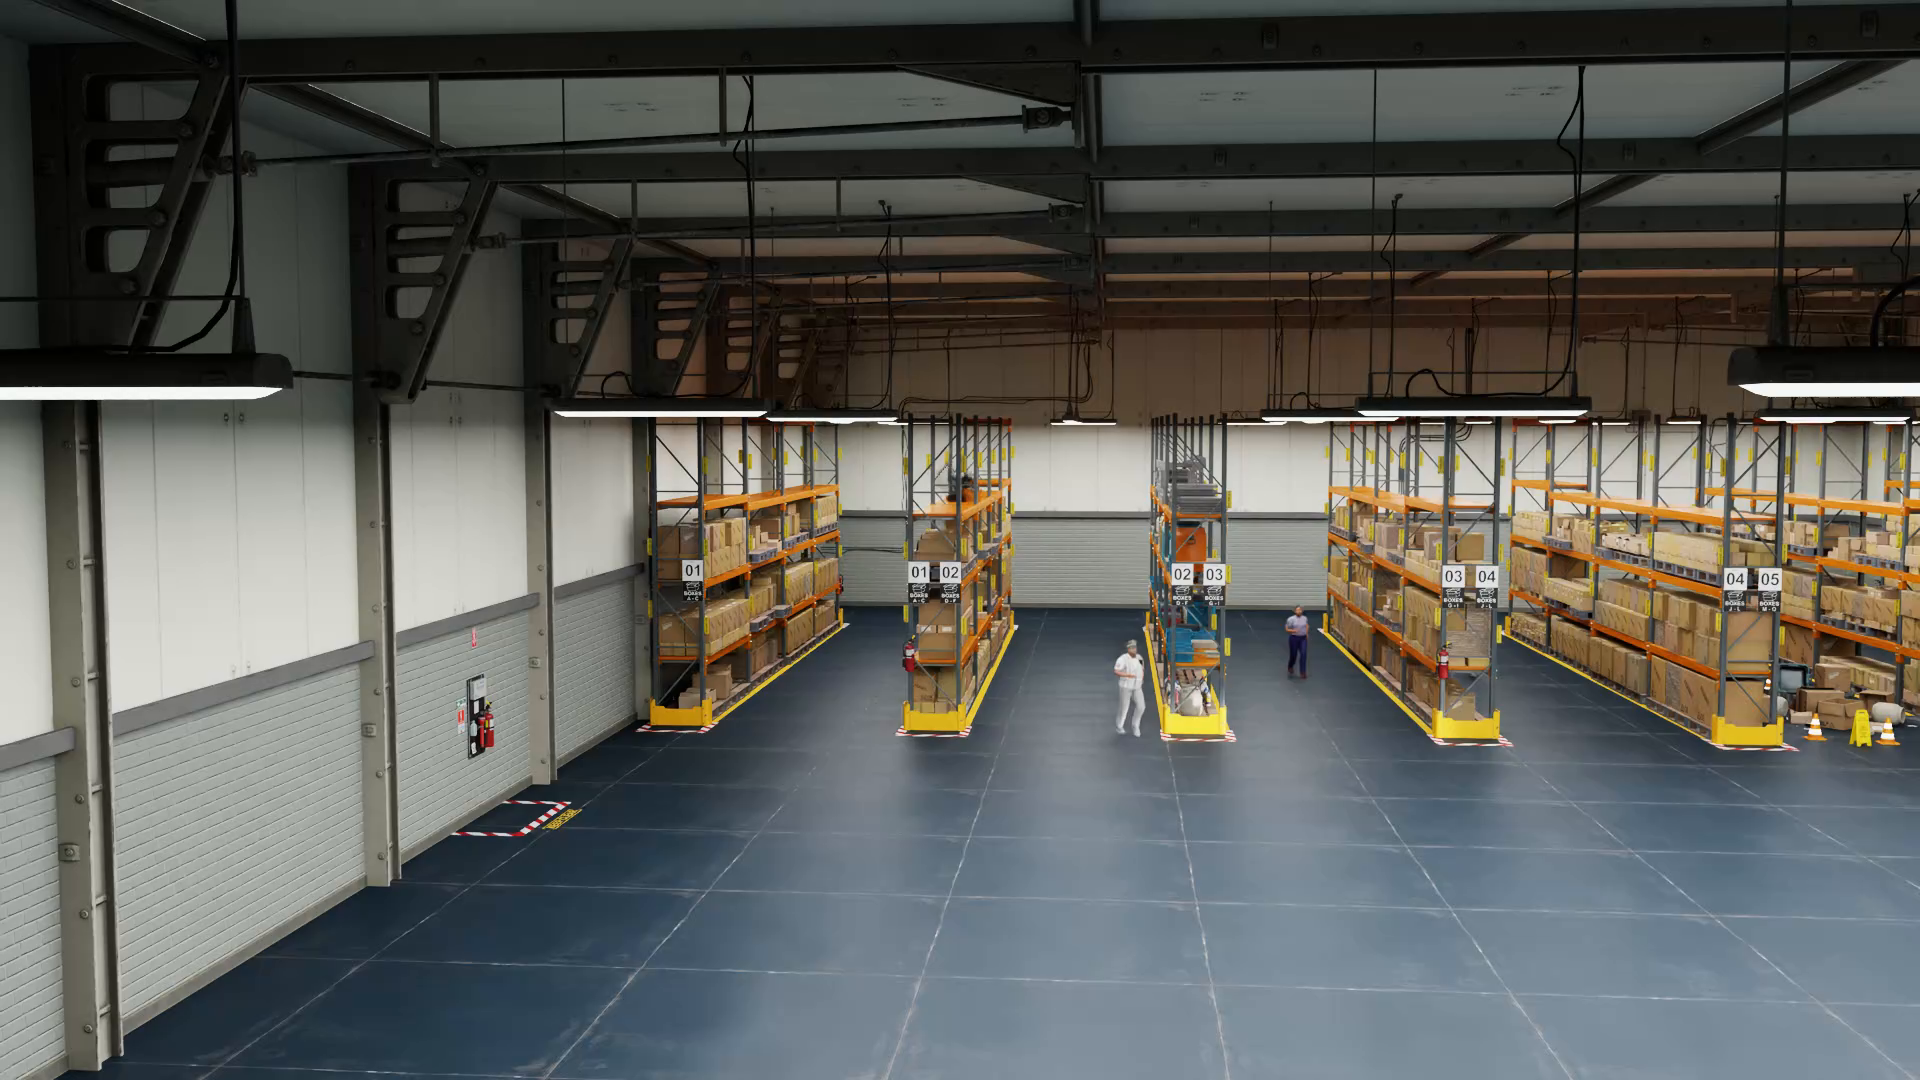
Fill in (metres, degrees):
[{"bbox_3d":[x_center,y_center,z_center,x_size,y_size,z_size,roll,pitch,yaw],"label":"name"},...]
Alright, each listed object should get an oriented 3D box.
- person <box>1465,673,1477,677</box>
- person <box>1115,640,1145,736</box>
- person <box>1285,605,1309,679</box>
[{"bbox_3d":[11.842,2.274,38.233,0.668,1.749,0.583,0,4,3],"label":"person"},{"bbox_3d":[3.204,2.773,30.988,0.670,1.848,0.684,-1,4,-19],"label":"person"},{"bbox_3d":[7.746,2.314,38.103,0.612,1.634,0.894,0,4,-5],"label":"person"}]
